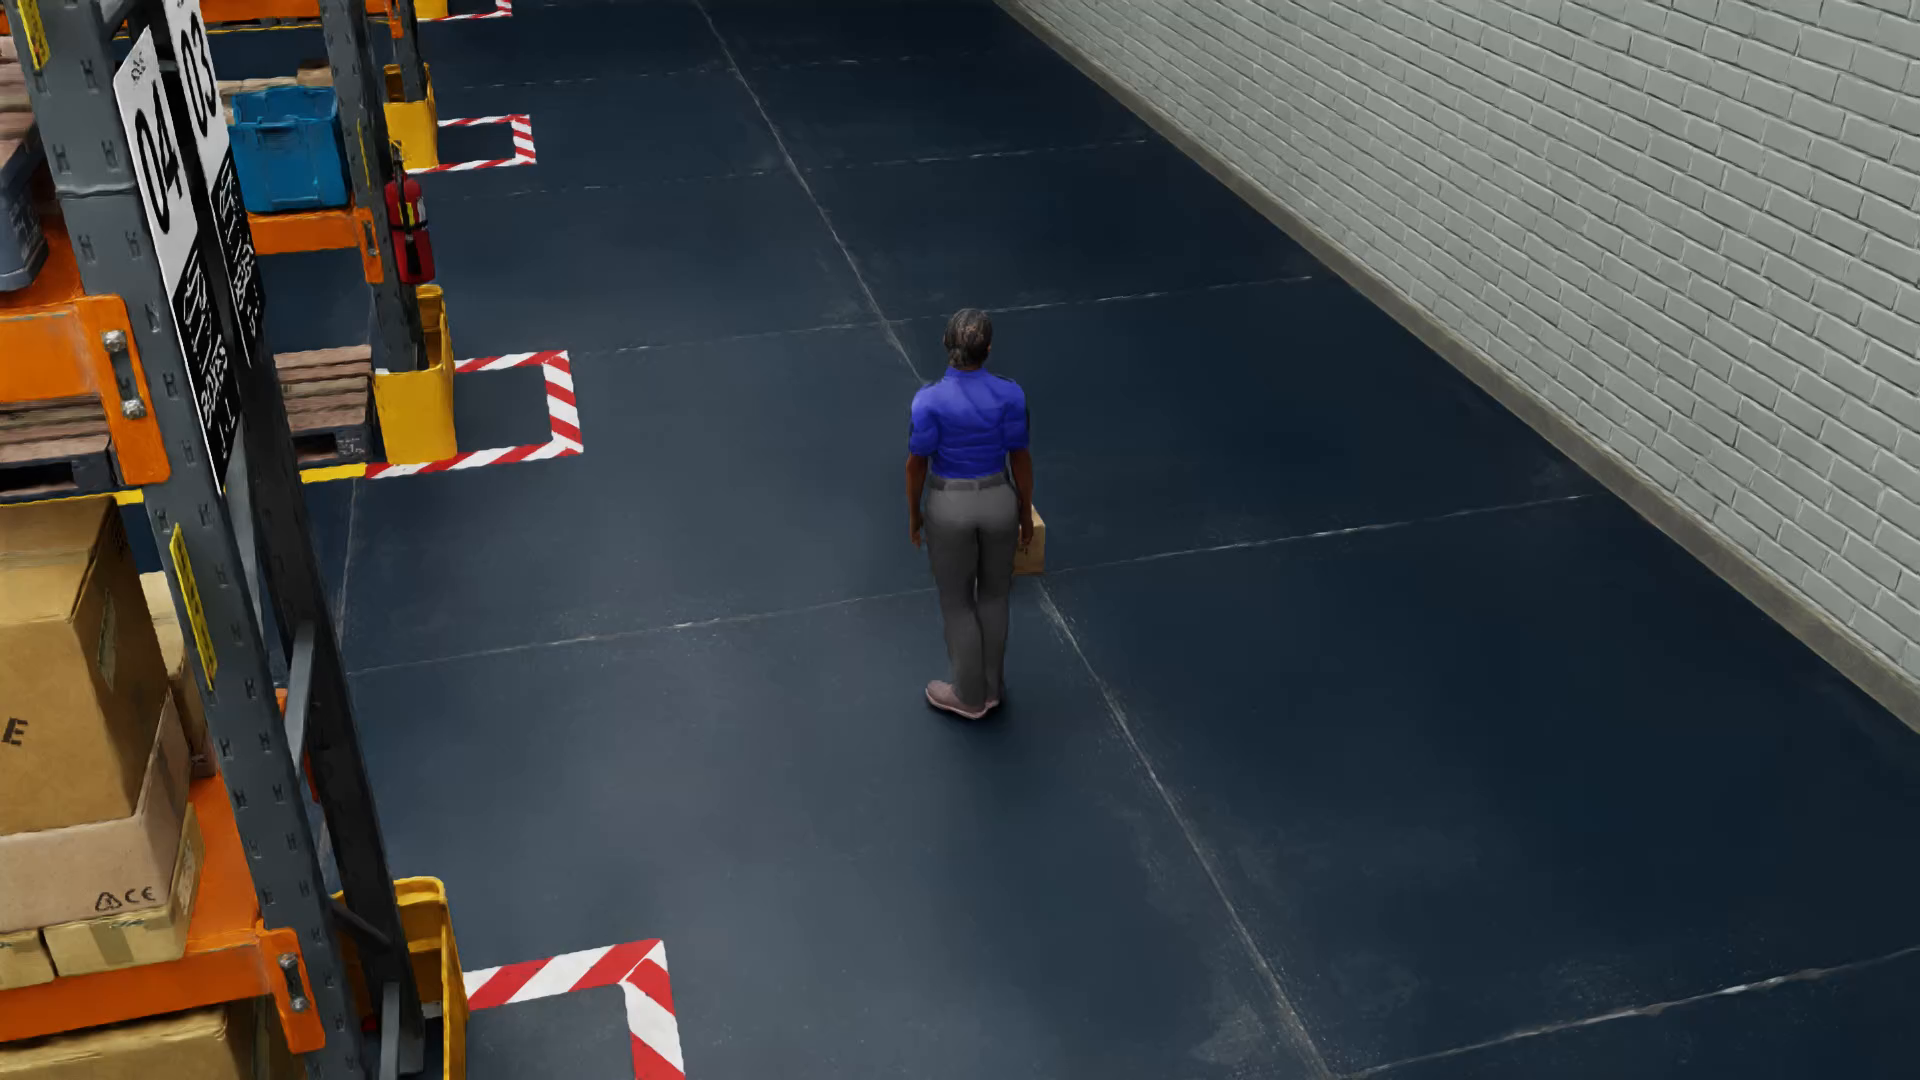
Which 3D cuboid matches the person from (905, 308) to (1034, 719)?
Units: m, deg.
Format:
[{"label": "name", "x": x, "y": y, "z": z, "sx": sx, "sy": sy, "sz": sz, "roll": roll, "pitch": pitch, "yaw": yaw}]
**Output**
[{"label": "person", "x": 0.044, "y": -0.079, "z": 6.251, "sx": 0.480, "sy": 1.669, "sz": 0.361, "roll": -7, "pitch": 31, "yaw": -12}]
